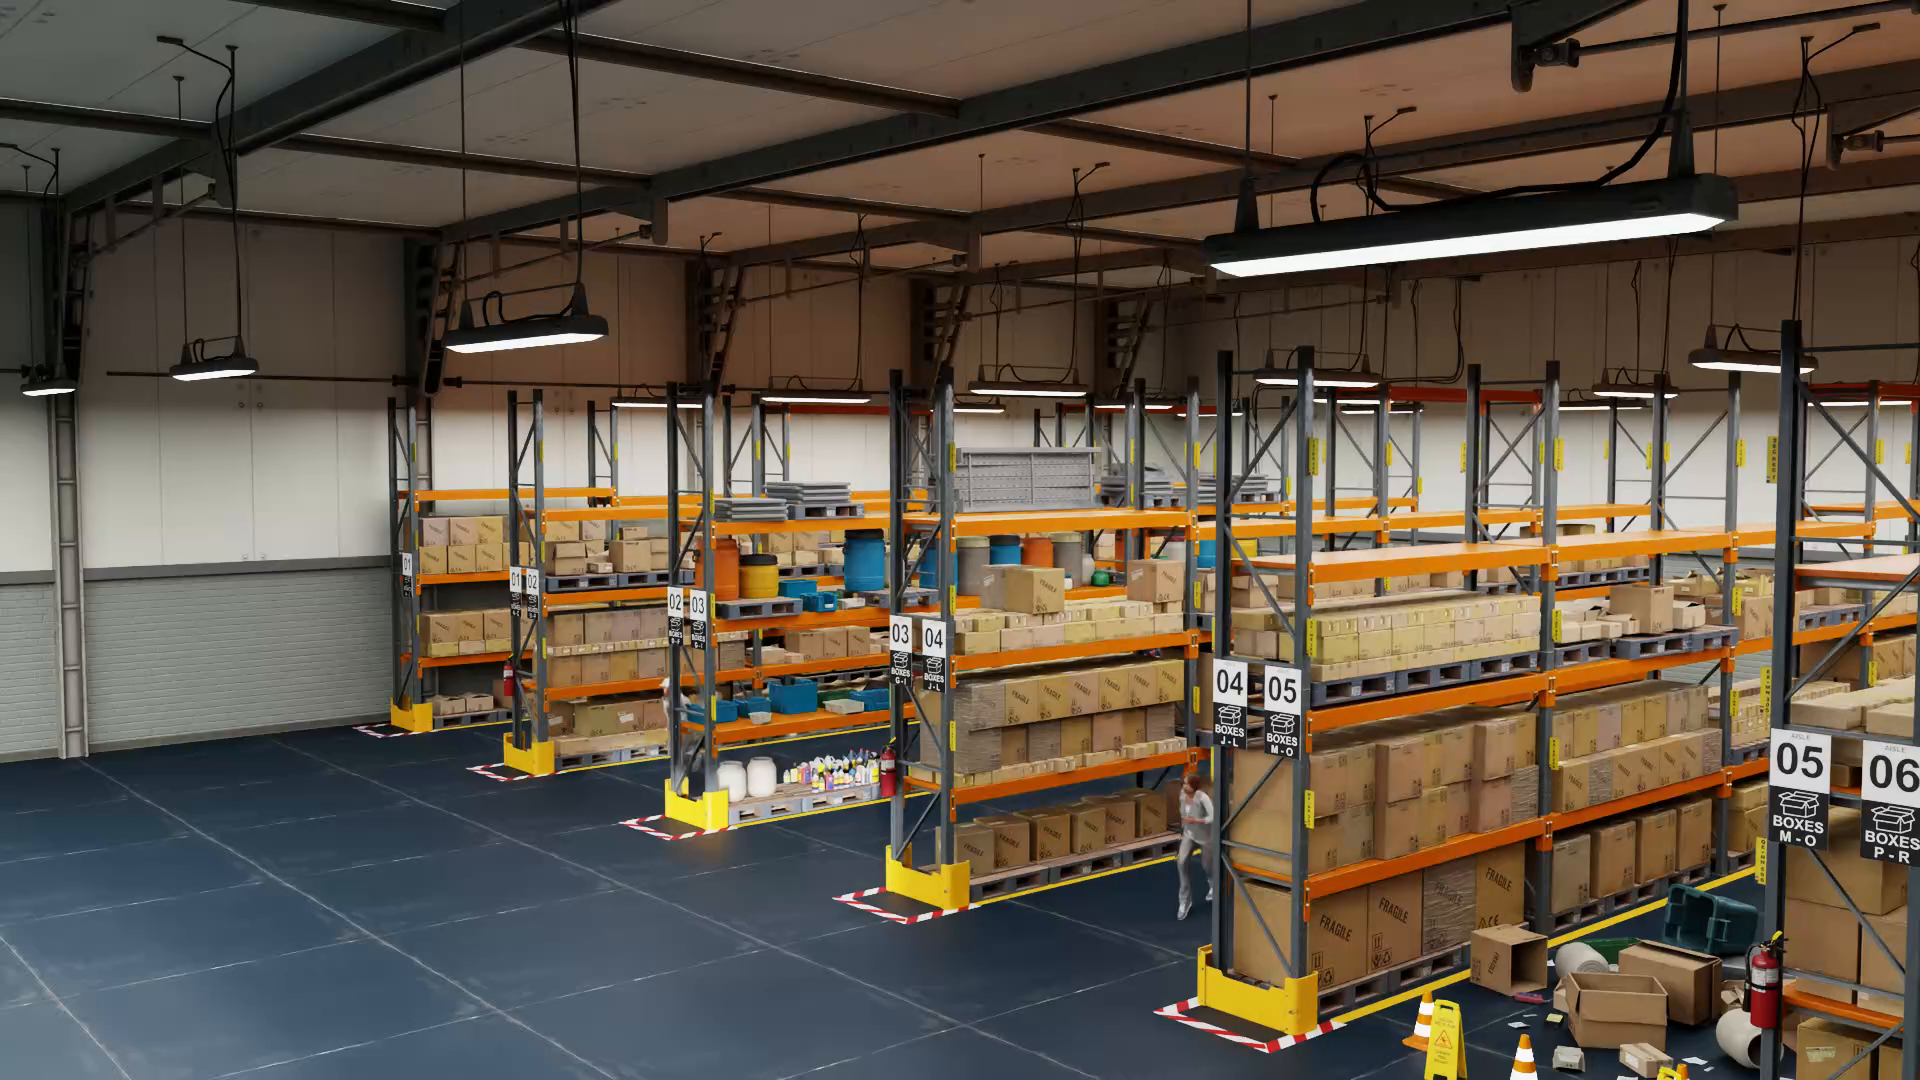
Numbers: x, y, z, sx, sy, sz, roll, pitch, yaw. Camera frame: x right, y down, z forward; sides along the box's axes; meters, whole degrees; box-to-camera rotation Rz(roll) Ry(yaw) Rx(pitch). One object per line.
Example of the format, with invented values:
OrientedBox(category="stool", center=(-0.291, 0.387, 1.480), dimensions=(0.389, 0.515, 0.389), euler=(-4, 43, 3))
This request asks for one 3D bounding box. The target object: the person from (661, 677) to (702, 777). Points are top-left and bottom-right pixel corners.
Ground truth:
OrientedBox(category="person", center=(-4.172, 2.877, 24.957), dimensions=(0.653, 1.711, 0.797), euler=(3, 4, 37))

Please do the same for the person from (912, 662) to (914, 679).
OrientedBox(category="person", center=(-1.041, 2.349, 34.705), dimensions=(0.671, 1.616, 0.604), euler=(-3, 5, -44))

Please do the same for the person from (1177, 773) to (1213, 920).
OrientedBox(category="person", center=(2.651, 3.314, 18.319), dimensions=(0.536, 1.596, 0.888), euler=(2, 4, 32))
